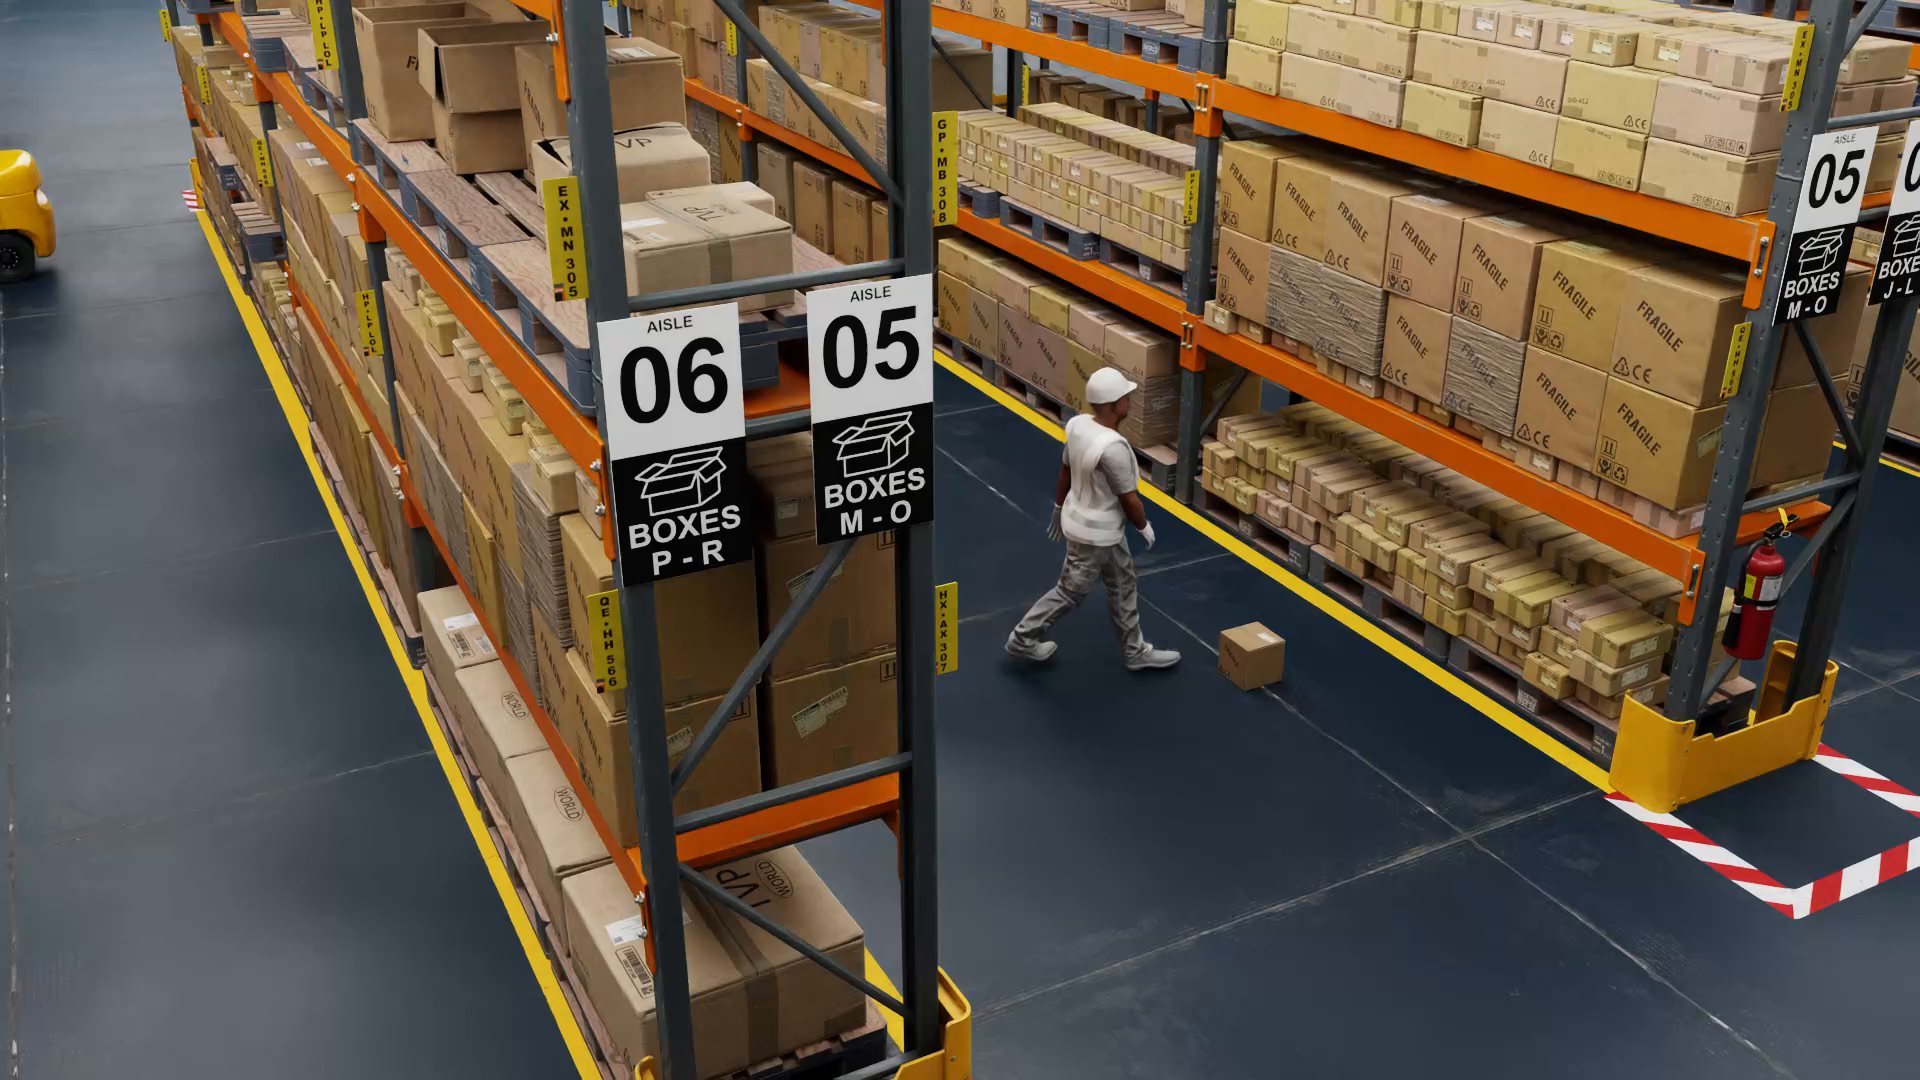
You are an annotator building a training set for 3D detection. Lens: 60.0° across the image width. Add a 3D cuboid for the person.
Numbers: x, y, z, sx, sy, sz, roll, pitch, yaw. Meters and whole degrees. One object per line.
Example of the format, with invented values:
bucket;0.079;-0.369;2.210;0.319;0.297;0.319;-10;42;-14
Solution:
person;0.730;-0.071;8.760;0.974;1.741;0.532;0;25;1
